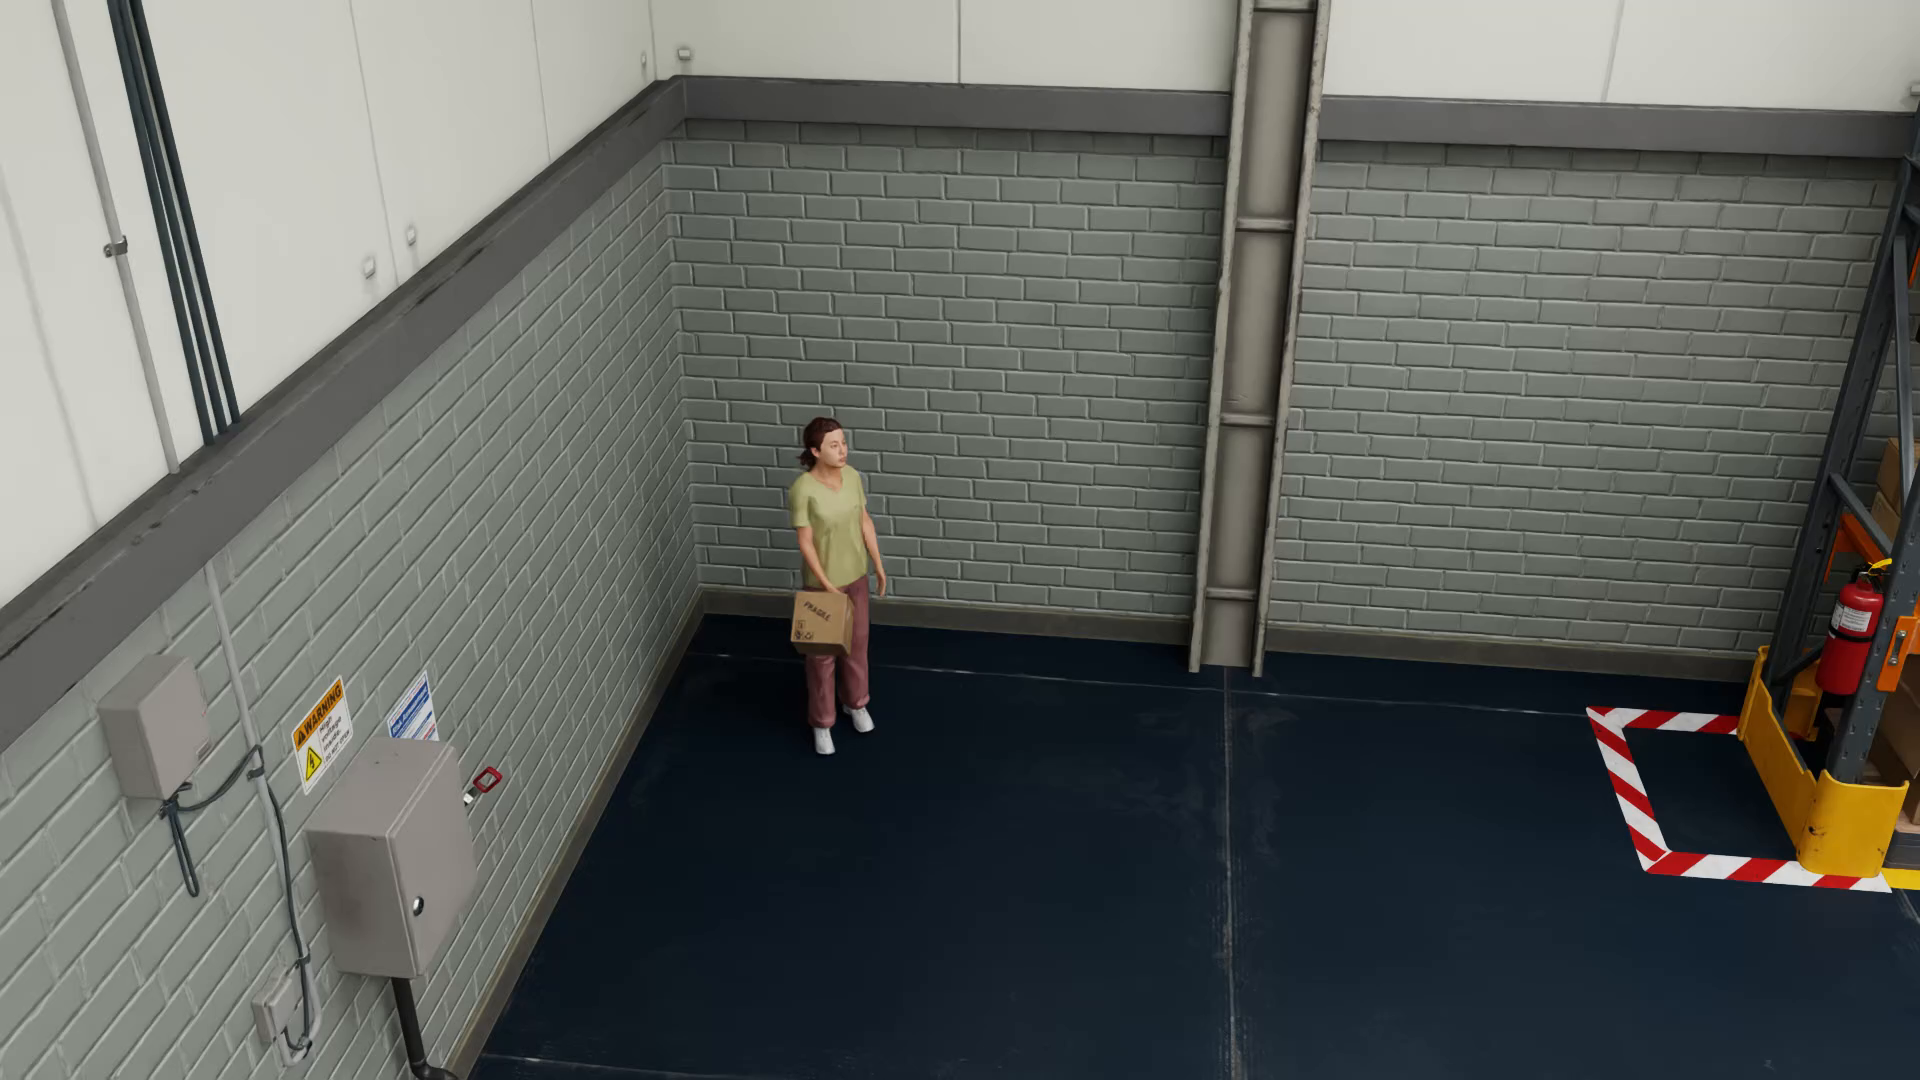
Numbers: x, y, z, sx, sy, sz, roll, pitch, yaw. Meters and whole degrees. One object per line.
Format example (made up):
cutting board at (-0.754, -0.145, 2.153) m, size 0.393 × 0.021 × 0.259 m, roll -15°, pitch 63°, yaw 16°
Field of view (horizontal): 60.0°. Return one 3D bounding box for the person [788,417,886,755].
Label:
person at (-0.629, 0.207, 8.221) m, size 0.530 × 1.682 × 0.466 m, roll -25°, pitch 37°, yaw -37°
